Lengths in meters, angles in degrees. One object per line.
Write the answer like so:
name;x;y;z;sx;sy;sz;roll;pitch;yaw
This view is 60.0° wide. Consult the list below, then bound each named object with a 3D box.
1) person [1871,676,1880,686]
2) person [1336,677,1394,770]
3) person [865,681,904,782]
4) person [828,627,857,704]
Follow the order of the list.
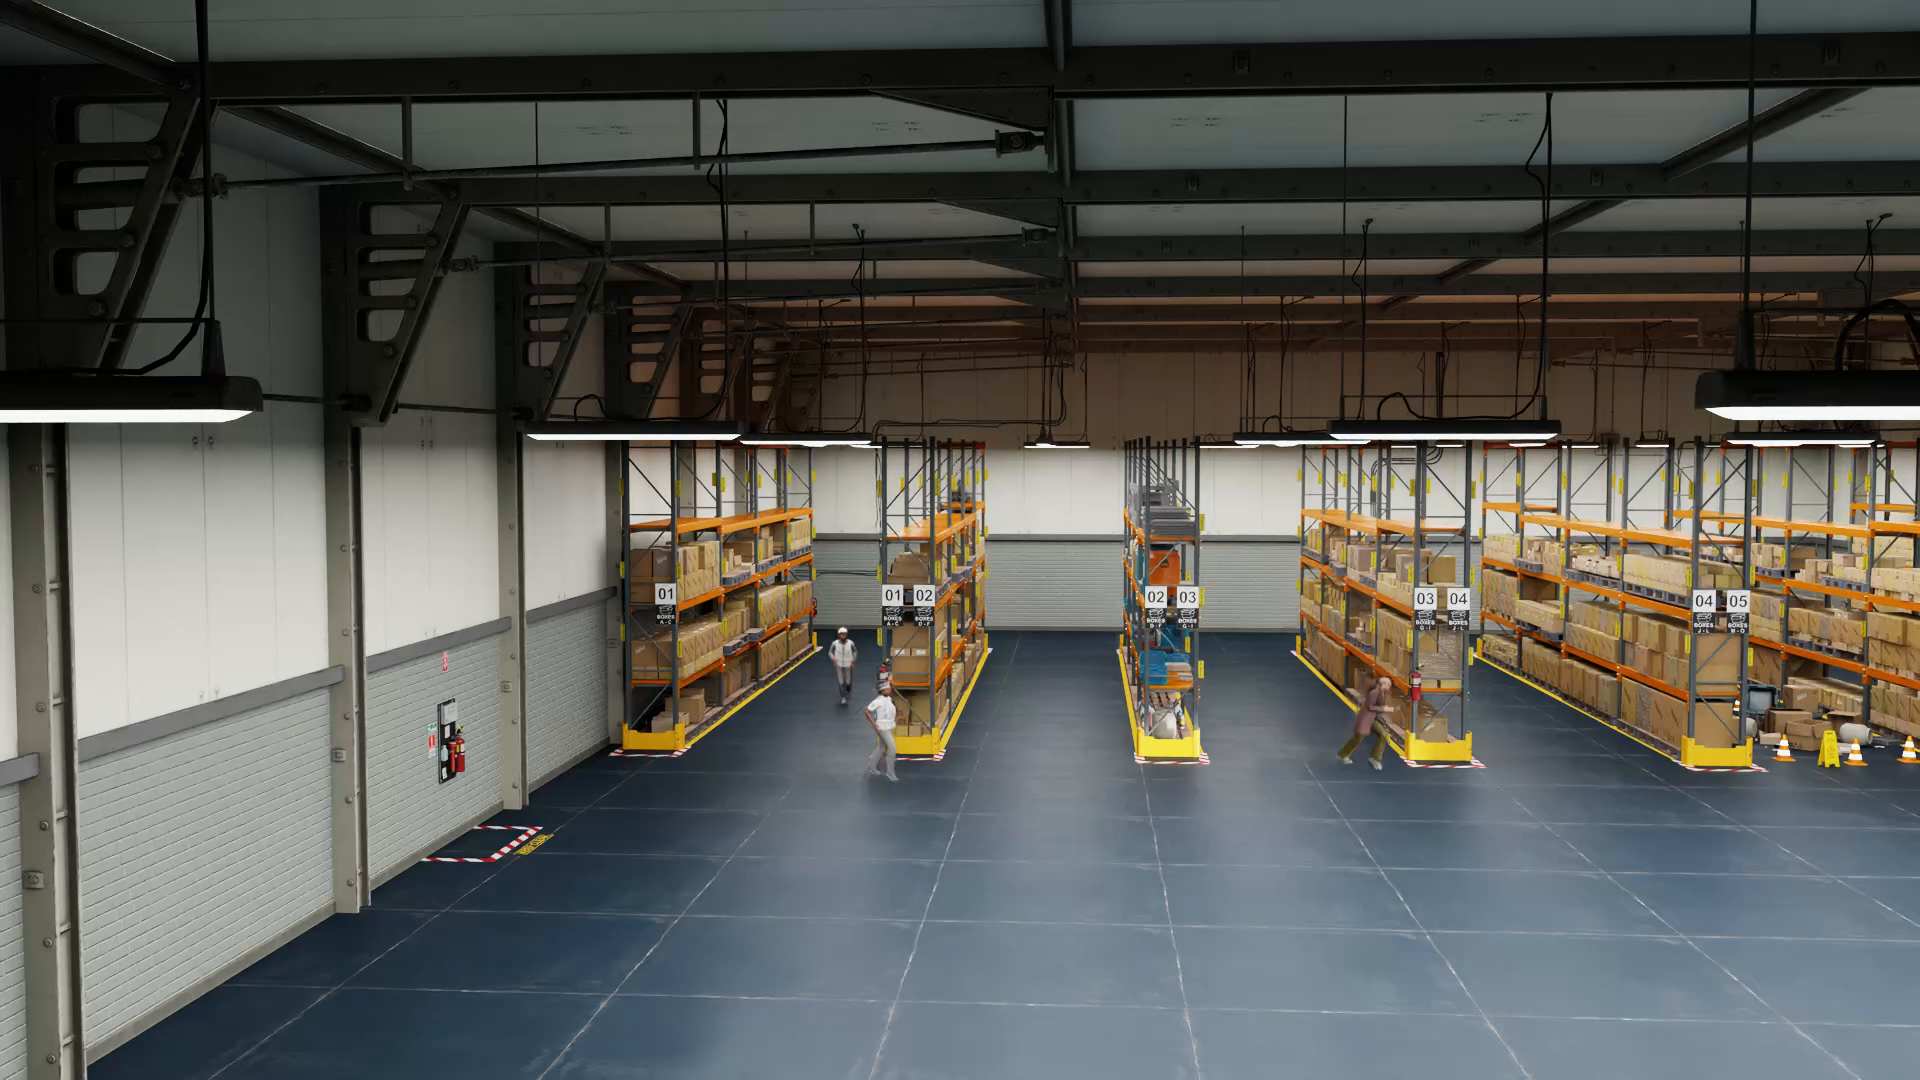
person;21.135;2.836;38.001;0.660;1.757;0.878;0;3;6
person;7.325;3.340;30.013;1.070;1.668;0.750;2;4;31
person;-1.320;3.328;28.945;0.767;1.757;0.545;1;3;22
person;-2.655;2.843;37.638;0.664;1.736;0.579;0;3;-4
